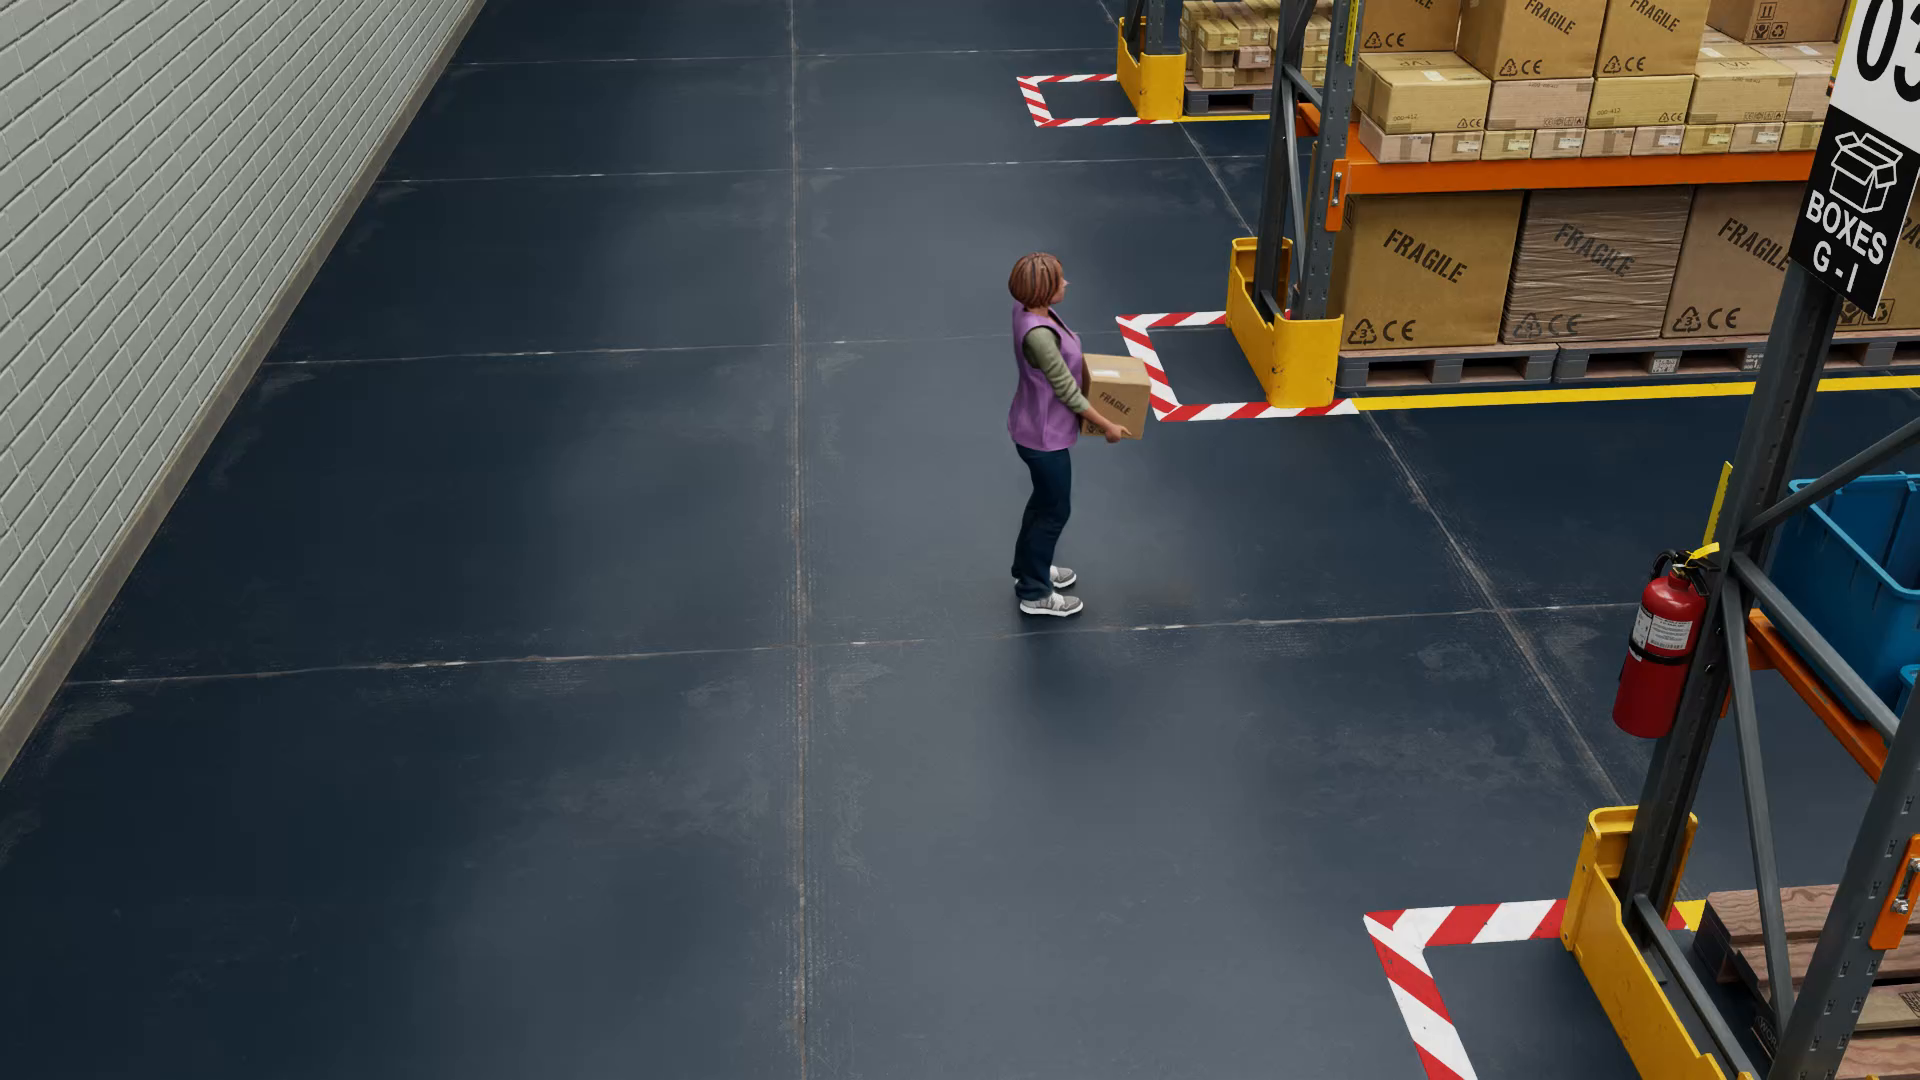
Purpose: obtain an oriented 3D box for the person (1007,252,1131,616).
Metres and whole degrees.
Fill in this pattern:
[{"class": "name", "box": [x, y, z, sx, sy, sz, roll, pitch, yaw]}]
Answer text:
[{"class": "person", "box": [0.438, -0.432, 6.854, 0.491, 1.591, 0.404, -2, 32, -3]}]
